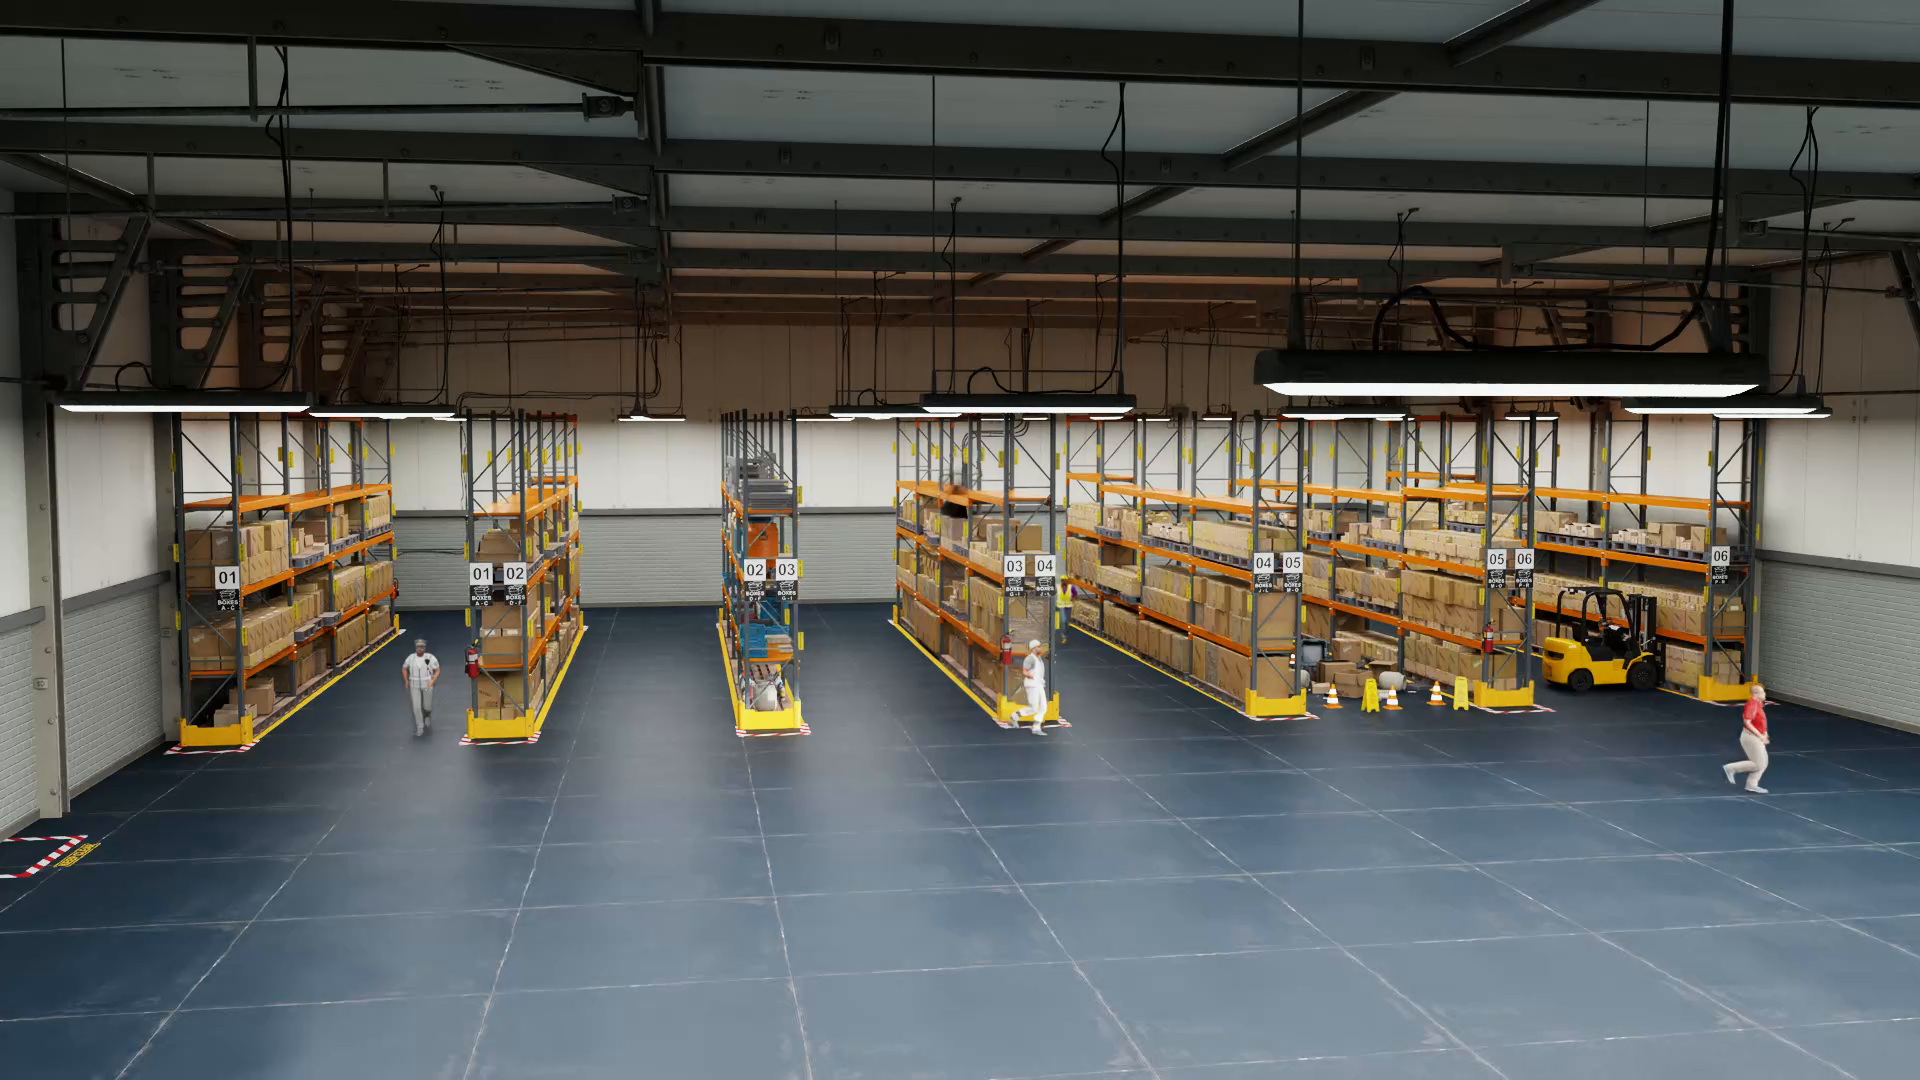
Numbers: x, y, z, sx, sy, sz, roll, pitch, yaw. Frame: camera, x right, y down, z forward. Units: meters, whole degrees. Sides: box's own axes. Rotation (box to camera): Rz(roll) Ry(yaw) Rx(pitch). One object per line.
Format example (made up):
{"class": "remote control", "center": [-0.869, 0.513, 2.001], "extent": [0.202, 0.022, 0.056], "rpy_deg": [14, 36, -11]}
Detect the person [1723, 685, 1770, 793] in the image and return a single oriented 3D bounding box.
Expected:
{"class": "person", "center": [12.247, 3.087, 25.872], "extent": [0.652, 1.680, 0.650], "rpy_deg": [2, 4, 26]}

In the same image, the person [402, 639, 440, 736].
{"class": "person", "center": [-9.995, 2.700, 30.833], "extent": [0.683, 1.763, 0.770], "rpy_deg": [-1, 4, -13]}

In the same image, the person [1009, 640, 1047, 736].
{"class": "person", "center": [1.312, 2.713, 30.719], "extent": [0.744, 1.757, 0.663], "rpy_deg": [2, 5, 28]}

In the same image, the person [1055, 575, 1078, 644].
{"class": "person", "center": [2.767, 1.792, 43.690], "extent": [0.682, 1.780, 0.908], "rpy_deg": [0, 4, -6]}
